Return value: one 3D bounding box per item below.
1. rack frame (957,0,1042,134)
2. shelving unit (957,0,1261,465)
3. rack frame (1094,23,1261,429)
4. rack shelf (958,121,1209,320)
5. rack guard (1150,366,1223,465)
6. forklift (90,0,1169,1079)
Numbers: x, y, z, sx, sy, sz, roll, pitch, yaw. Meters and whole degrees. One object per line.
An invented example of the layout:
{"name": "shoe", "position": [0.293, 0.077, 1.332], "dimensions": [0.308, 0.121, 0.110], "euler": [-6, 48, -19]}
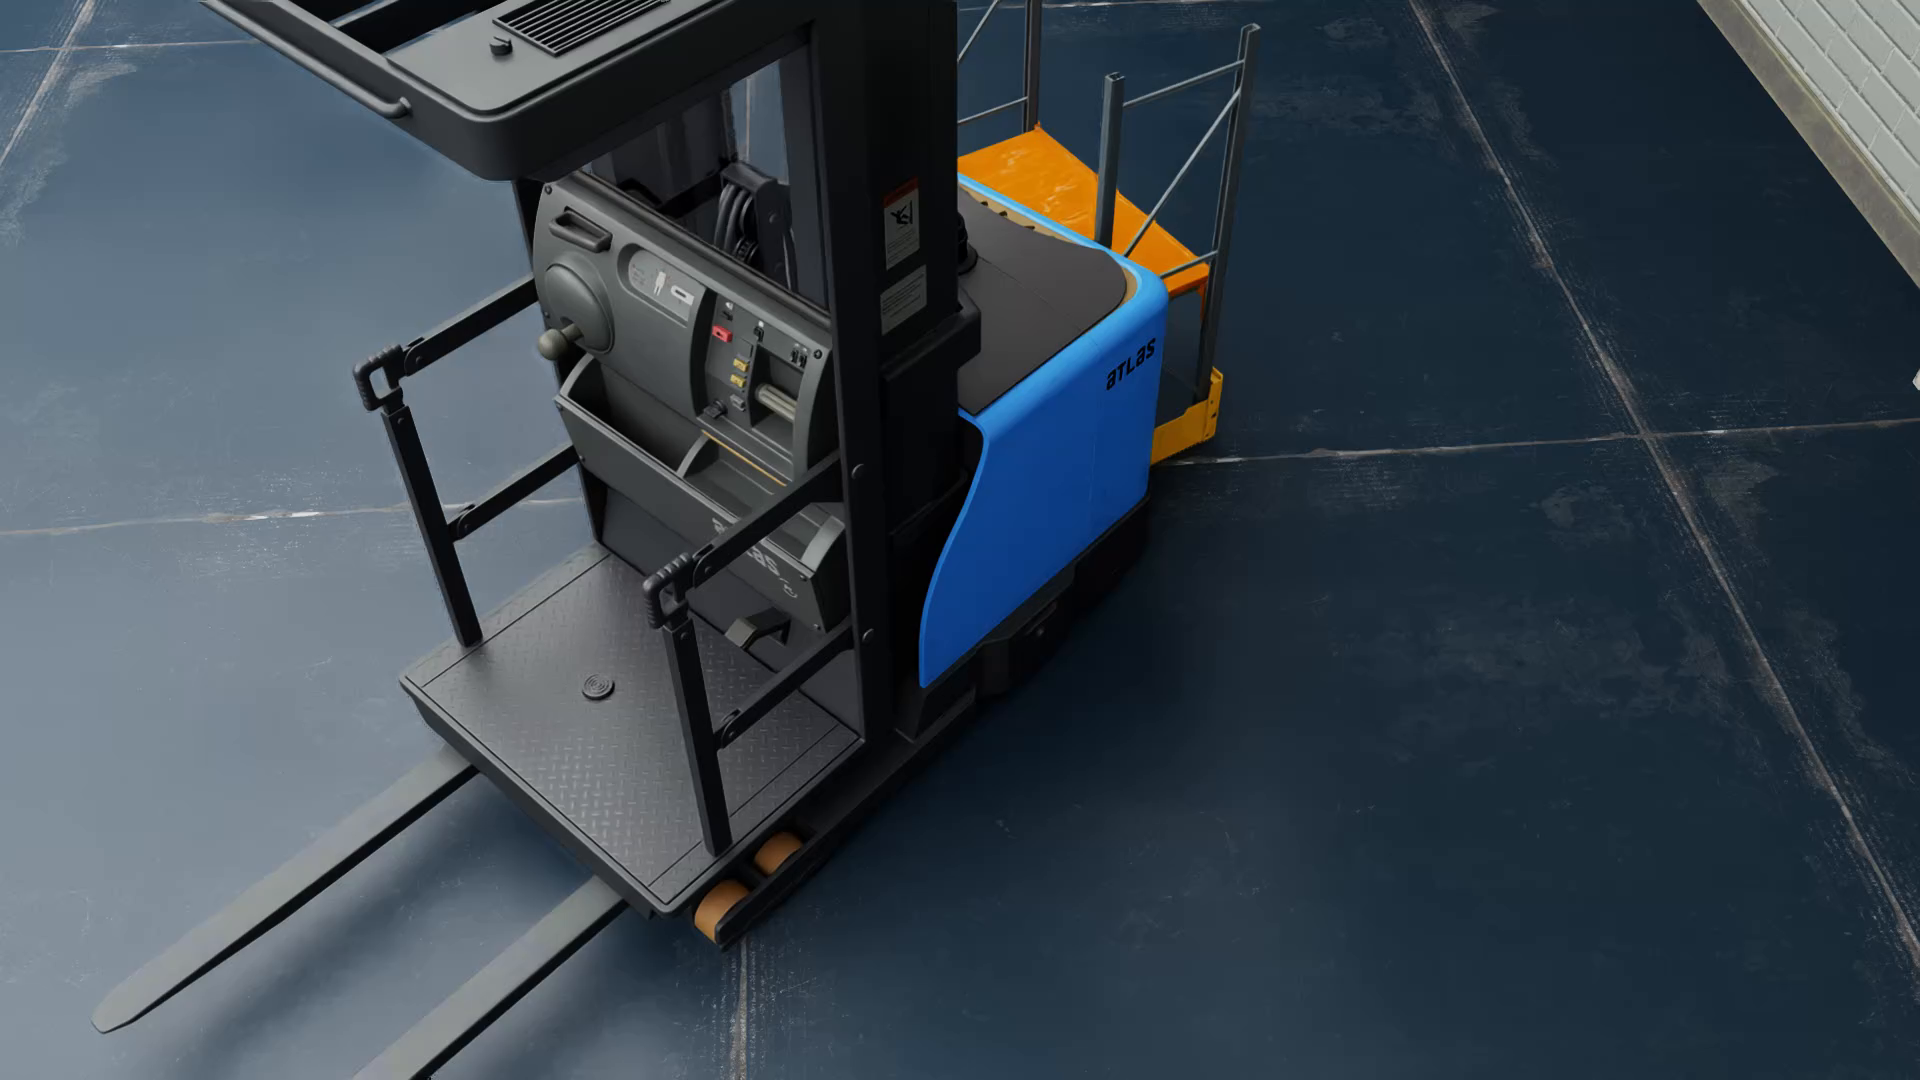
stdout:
{"name": "rack frame", "position": [0.047, -1.402, 5.544], "dimensions": [0.500, 1.500, 0.032], "euler": [-25, 51, -22]}
{"name": "shelving unit", "position": [0.327, -1.085, 5.245], "dimensions": [0.587, 1.500, 1.083], "euler": [-25, 51, -22]}
{"name": "rack frame", "position": [0.596, -0.780, 4.956], "dimensions": [0.500, 1.500, 0.032], "euler": [-25, 51, -22]}
{"name": "rack shelf", "position": [0.322, -0.967, 5.381], "dimensions": [0.538, 0.185, 1.000], "euler": [-25, 51, -22]}
{"name": "rack guard", "position": [0.596, -0.351, 5.411], "dimensions": [0.587, 0.250, 0.087], "euler": [-25, 51, -22]}
{"name": "forklift", "position": [-0.779, -0.396, 3.607], "dimensions": [1.130, 2.935, 3.031], "euler": [33, 55, 27]}
